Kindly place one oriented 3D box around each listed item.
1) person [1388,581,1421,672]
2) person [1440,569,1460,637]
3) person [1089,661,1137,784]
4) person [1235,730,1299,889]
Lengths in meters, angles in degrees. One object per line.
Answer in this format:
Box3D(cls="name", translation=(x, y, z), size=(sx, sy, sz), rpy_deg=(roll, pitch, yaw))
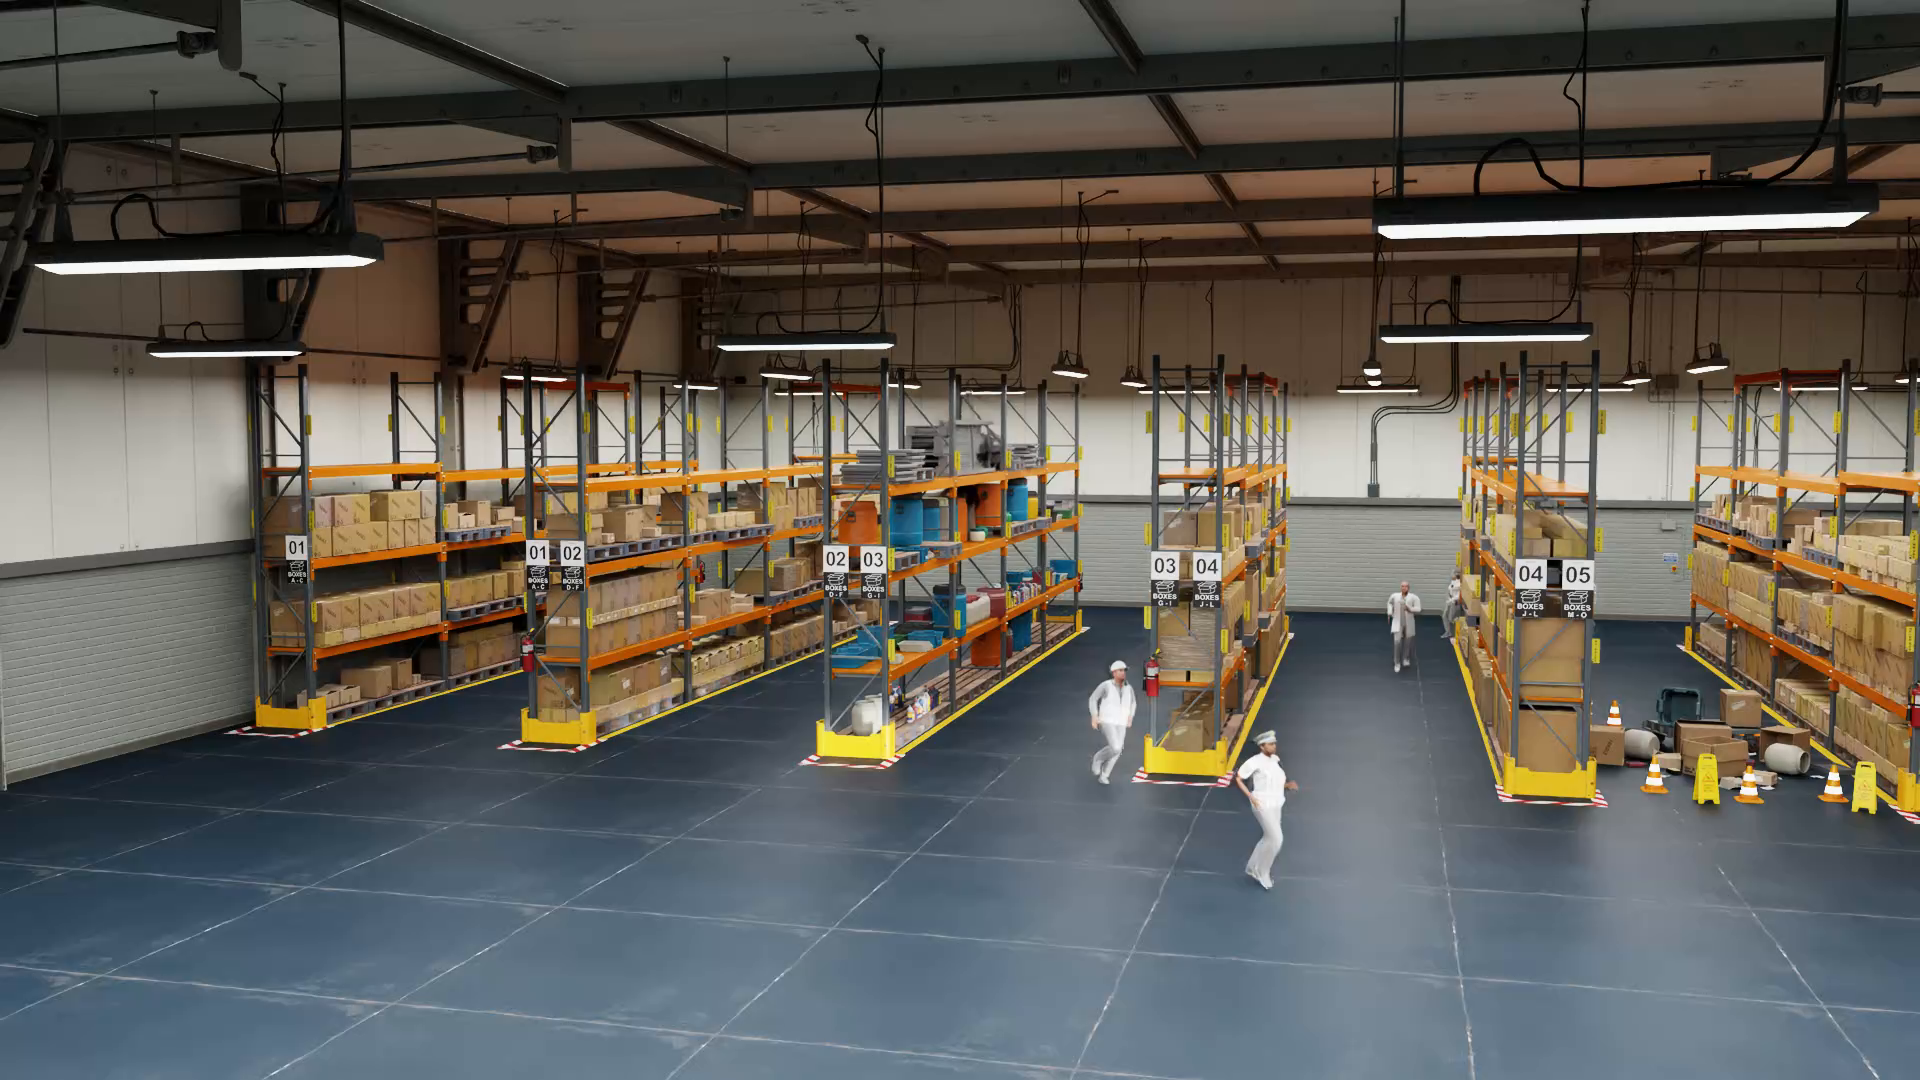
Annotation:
Box3D(cls="person", translation=(9.095, 1.757, 34.080), size=(0.679, 1.839, 0.894), rpy_deg=(1, 4, 17))
Box3D(cls="person", translation=(11.691, 1.506, 39.122), size=(0.695, 1.670, 0.659), rpy_deg=(0, 4, 3))
Box3D(cls="person", translation=(2.198, 2.550, 23.246), size=(0.684, 1.700, 0.534), rpy_deg=(-2, 4, -23))
Box3D(cls="person", translation=(3.359, 2.923, 18.041), size=(0.555, 1.729, 0.651), rpy_deg=(-4, 5, -43))
